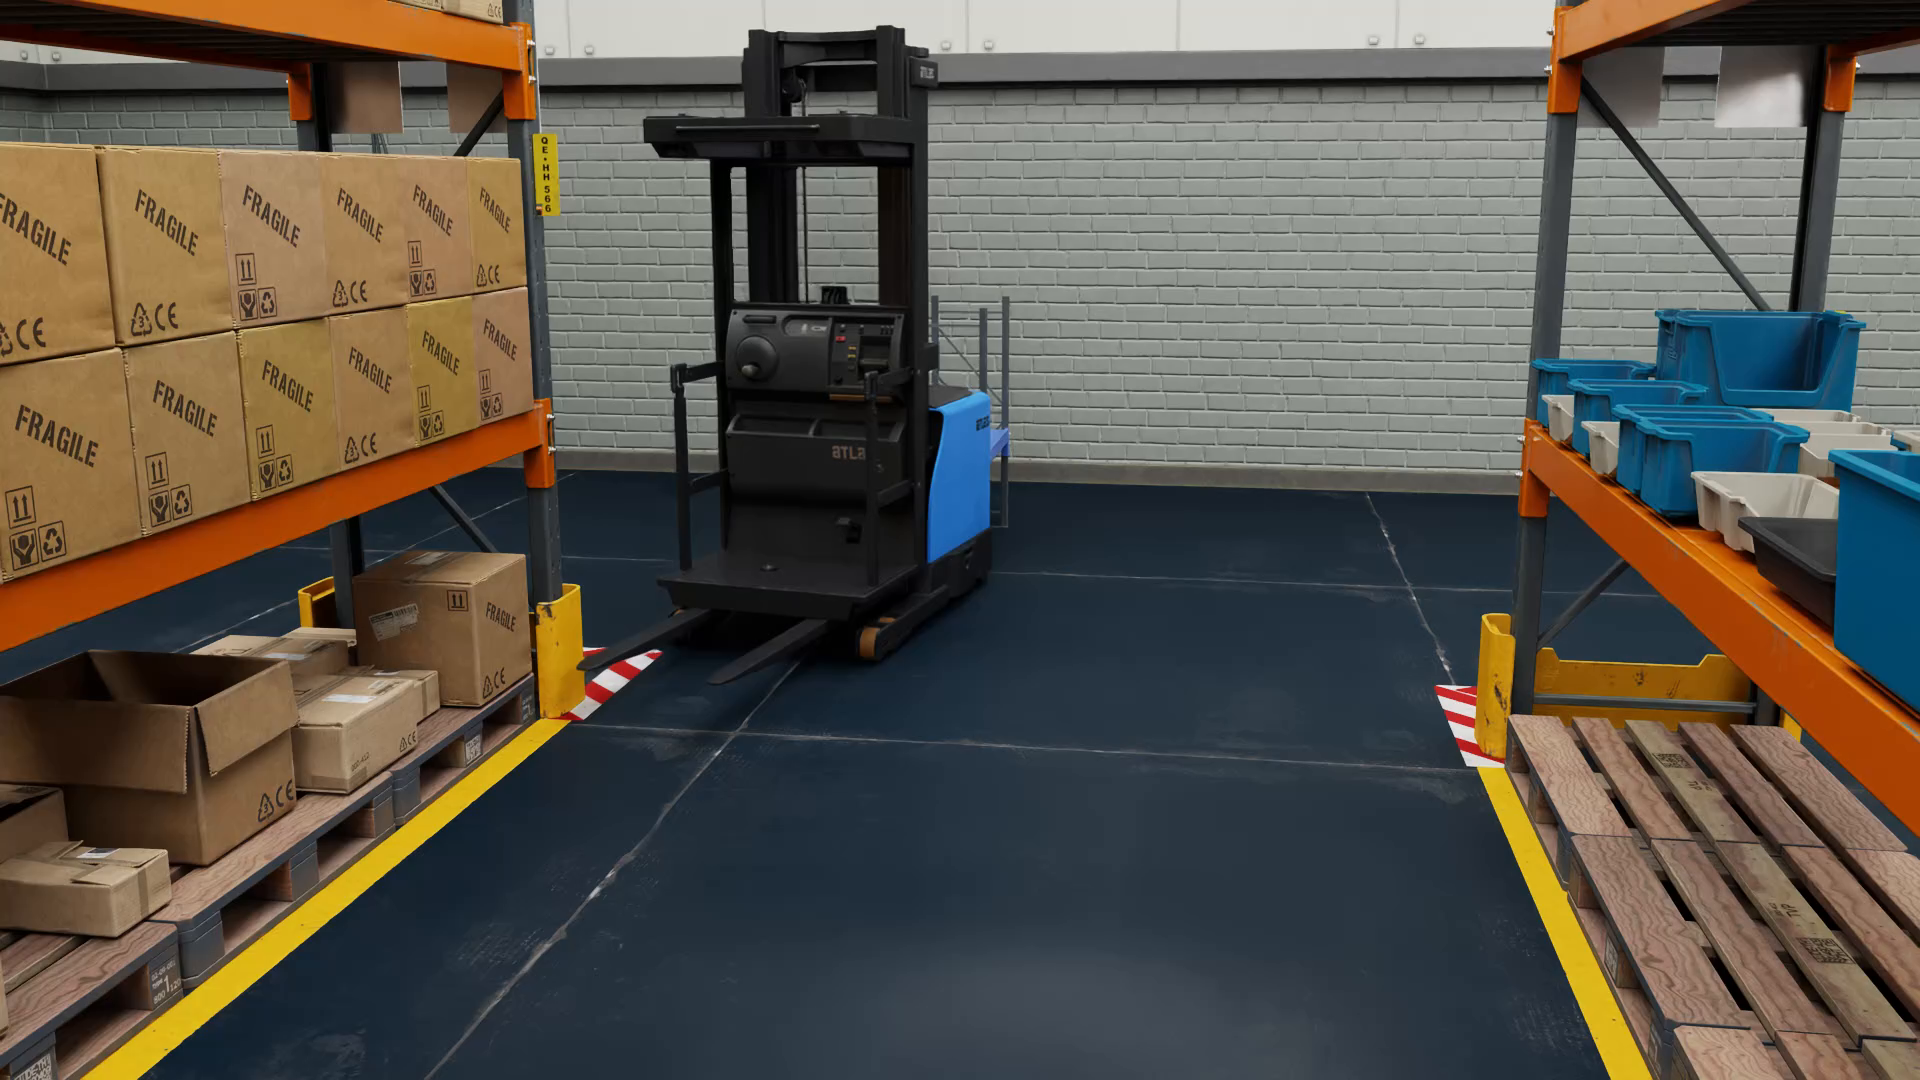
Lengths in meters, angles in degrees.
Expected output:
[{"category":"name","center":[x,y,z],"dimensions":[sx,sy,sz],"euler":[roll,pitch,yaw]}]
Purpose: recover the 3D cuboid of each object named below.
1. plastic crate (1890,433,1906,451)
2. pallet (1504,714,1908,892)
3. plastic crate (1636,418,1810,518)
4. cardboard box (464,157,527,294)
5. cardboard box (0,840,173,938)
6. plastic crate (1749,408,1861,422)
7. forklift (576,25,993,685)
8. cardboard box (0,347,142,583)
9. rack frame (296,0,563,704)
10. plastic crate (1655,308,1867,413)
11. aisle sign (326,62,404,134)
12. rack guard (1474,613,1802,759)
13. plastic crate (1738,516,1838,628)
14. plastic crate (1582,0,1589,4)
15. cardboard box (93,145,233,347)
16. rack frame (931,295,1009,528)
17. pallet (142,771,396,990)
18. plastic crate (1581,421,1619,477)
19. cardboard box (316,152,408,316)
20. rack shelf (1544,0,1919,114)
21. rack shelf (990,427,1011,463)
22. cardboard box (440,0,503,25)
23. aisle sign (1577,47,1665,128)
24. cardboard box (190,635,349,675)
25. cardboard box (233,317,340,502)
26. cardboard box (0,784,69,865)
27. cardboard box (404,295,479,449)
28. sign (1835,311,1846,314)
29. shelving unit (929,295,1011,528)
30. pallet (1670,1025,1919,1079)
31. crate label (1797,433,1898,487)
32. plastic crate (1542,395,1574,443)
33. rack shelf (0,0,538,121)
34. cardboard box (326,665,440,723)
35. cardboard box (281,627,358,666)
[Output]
[{"category":"plastic crate","center":[2.608,-0.134,4.248],"dimensions":[0.416,0.233,0.300],"euler":[2,12,9]},{"category":"pallet","center":[2.506,0.912,5.762],"dimensions":[1.003,0.211,1.213],"euler":[2,12,9]},{"category":"plastic crate","center":[2.059,-0.192,4.520],"dimensions":[0.416,0.233,0.300],"euler":[2,12,9]},{"category":"cardboard box","center":[-2.020,-1.219,6.420],"dimensions":[0.500,0.500,0.500],"euler":[2,12,8]},{"category":"cardboard box","center":[-2.437,0.959,4.606],"dimensions":[0.380,0.166,0.250],"euler":[2,12,9]},{"category":"plastic crate","center":[2.724,-0.347,5.465],"dimensions":[0.396,0.136,0.243],"euler":[2,12,9]},{"category":"forklift","center":[-0.786,-0.956,7.971],"dimensions":[1.130,2.935,3.031],"euler":[4,13,19]},{"category":"cardboard box","center":[-2.415,-0.203,4.079],"dimensions":[0.500,0.500,0.500],"euler":[2,12,10]},{"category":"rack frame","center":[-2.223,-0.783,7.007],"dimensions":[1.000,3.000,0.127],"euler":[2,12,9]},{"category":"plastic crate","center":[2.804,-0.593,5.897],"dimensions":[0.616,0.435,0.499],"euler":[2,12,9]},{"category":"aisle sign","center":[-2.503,-2.078,6.843],"dimensions":[0.394,0.787,0.004],"euler":[2,12,9]},{"category":"rack guard","center":[2.662,0.595,6.547],"dimensions":[1.175,0.500,0.348],"euler":[2,12,9]},{"category":"plastic crate","center":[1.962,0.074,3.539],"dimensions":[0.437,0.125,0.590],"euler":[2,12,9]},{"category":"plastic crate","center":[2.336,-1.953,5.627],"dimensions":[0.497,0.269,0.590],"euler":[2,12,9]},{"category":"cardboard box","center":[-2.329,-0.792,4.435],"dimensions":[0.500,0.500,0.500],"euler":[2,12,7]},{"category":"rack frame","center":[0.065,-0.821,10.744],"dimensions":[0.500,1.500,0.032],"euler":[2,12,9]},{"category":"pallet","center":[-2.546,1.015,5.282],"dimensions":[1.003,0.211,1.213],"euler":[2,12,9]},{"category":"plastic crate","center":[2.072,-0.276,5.139],"dimensions":[0.250,0.136,0.298],"euler":[2,12,9]},{"category":"cardboard box","center":[-2.172,-1.006,5.431],"dimensions":[0.500,0.500,0.500],"euler":[2,12,10]},{"category":"rack shelf","center":[2.363,-1.320,4.087],"dimensions":[1.077,0.370,4.000],"euler":[2,12,9]},{"category":"rack shelf","center":[-0.013,-0.540,10.291],"dimensions":[0.538,0.185,1.000],"euler":[2,12,9]},{"category":"cardboard box","center":[-2.041,-2.061,6.171],"dimensions":[0.500,0.250,0.500],"euler":[2,12,9]},{"category":"aisle sign","center":[2.389,-1.917,6.099],"dimensions":[0.394,0.787,0.004],"euler":[2,12,9]},{"category":"cardboard box","center":[-2.664,0.554,6.285],"dimensions":[0.500,0.250,0.500],"euler":[2,12,9]},{"category":"cardboard box","center":[-2.259,-0.413,5.054],"dimensions":[0.500,0.500,0.500],"euler":[2,12,8]},{"category":"cardboard box","center":[-2.915,0.865,4.698],"dimensions":[0.500,0.311,0.500],"euler":[2,12,9]},{"category":"cardboard box","center":[-2.099,-0.622,6.022],"dimensions":[0.500,0.500,0.500],"euler":[2,12,9]},{"category":"sign","center":[3.217,-0.687,6.175],"dimensions":[0.100,0.325,0.005],"euler":[2,12,9]},{"category":"shelving unit","center":[-0.013,-0.715,10.253],"dimensions":[0.538,1.500,1.048],"euler":[2,12,9]},{"category":"pallet","center":[2.131,1.420,3.405],"dimensions":[1.003,0.211,1.213],"euler":[2,12,9]},{"category":"crate label","center":[2.647,-0.228,4.915],"dimensions":[0.396,0.136,0.243],"euler":[2,12,9]},{"category":"plastic crate","center":[2.177,-0.417,5.794],"dimensions":[0.250,0.136,0.298],"euler":[2,12,9]},{"category":"rack shelf","center":[-2.531,-1.481,4.835],"dimensions":[1.077,0.370,4.000],"euler":[2,12,9]},{"category":"cardboard box","center":[-2.214,0.589,6.319],"dimensions":[0.380,0.166,0.250],"euler":[2,12,9]},{"category":"cardboard box","center":[-2.627,0.471,6.908],"dimensions":[0.380,0.149,0.250],"euler":[2,12,9]}]
